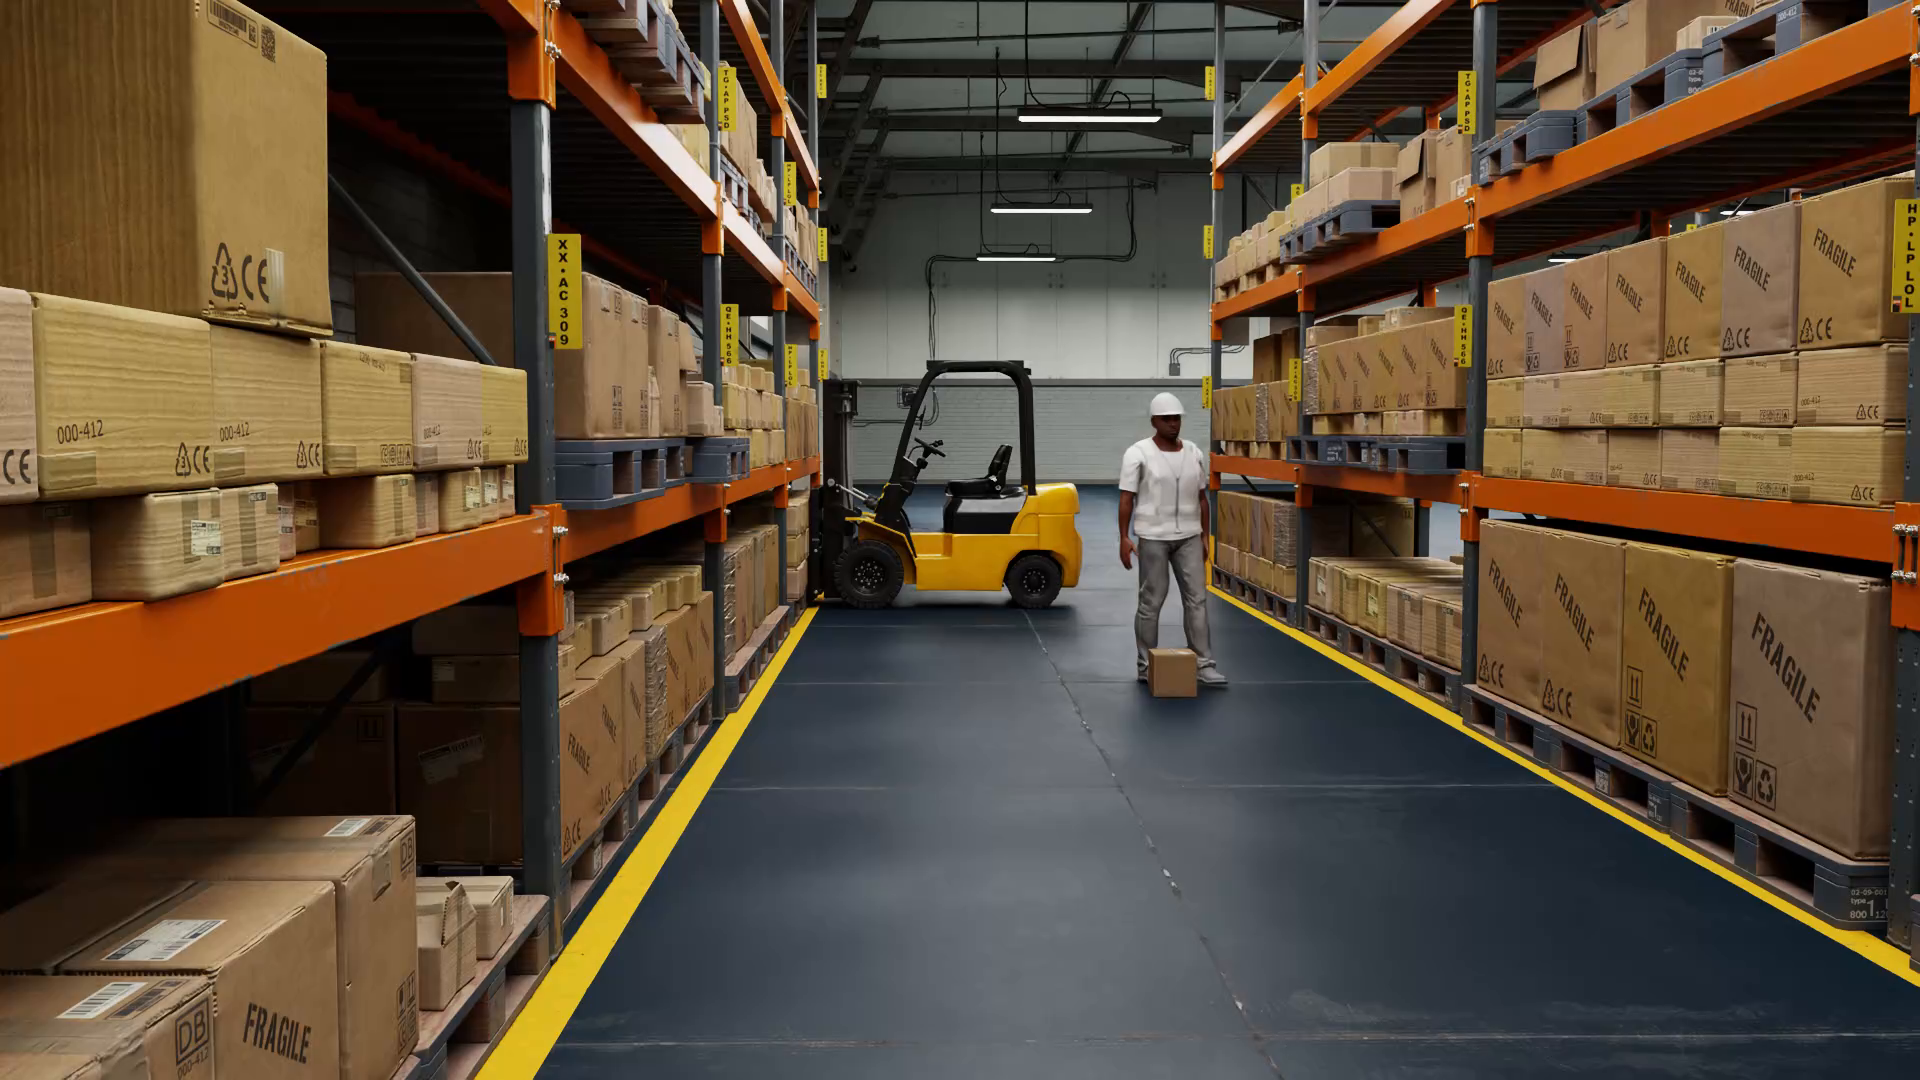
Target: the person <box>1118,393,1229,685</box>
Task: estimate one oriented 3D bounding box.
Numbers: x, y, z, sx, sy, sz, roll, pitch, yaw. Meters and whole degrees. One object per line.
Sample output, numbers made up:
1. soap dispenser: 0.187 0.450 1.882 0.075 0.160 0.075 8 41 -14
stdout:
1. person: 1.290 -0.002 10.011 0.588 1.768 0.585 -1 4 -16
